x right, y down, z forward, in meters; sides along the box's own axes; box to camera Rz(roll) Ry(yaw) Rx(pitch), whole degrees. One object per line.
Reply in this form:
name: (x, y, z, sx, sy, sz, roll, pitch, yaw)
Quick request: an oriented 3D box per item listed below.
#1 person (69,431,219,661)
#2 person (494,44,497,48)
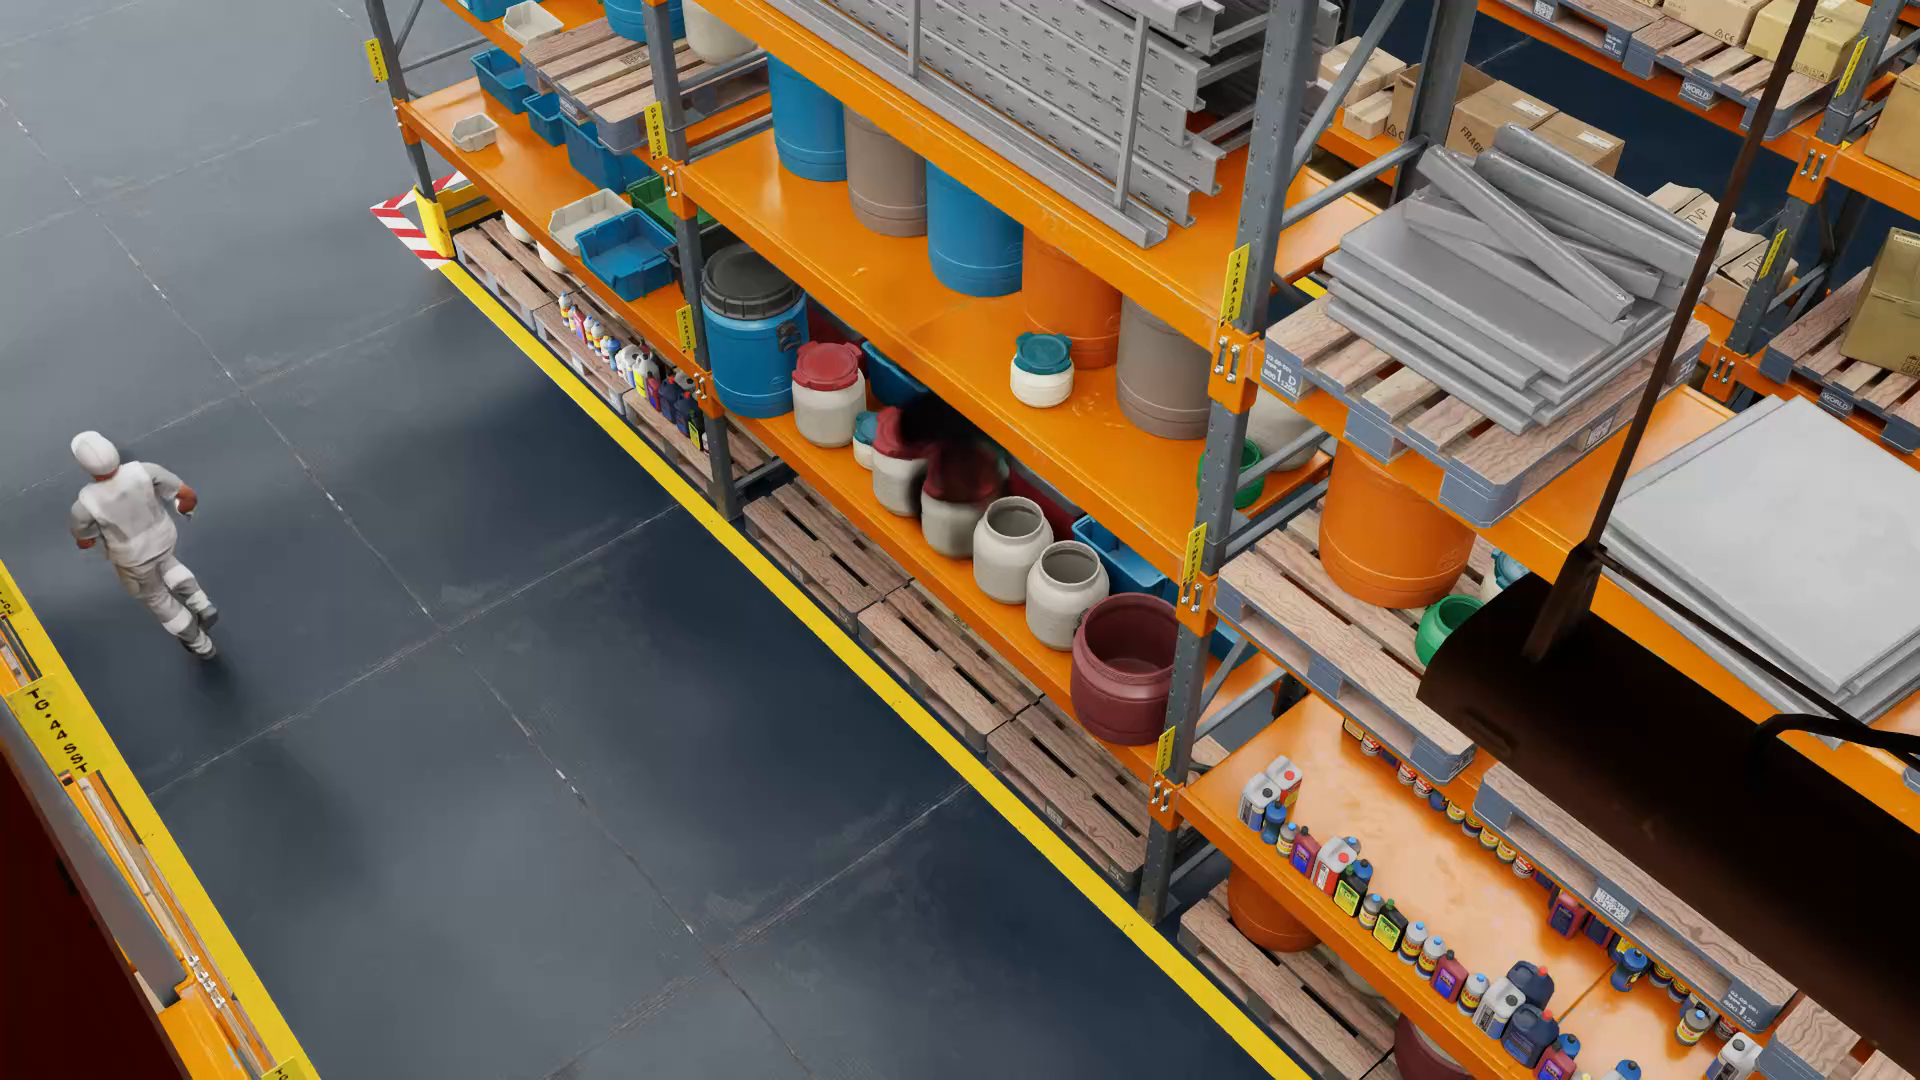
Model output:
person: (-4.799, -0.006, 9.717, 0.611, 1.738, 0.645, 31, 54, 26)
person: (-3.696, -4.296, 13.899, 0.845, 1.744, 0.680, 14, 48, 13)
